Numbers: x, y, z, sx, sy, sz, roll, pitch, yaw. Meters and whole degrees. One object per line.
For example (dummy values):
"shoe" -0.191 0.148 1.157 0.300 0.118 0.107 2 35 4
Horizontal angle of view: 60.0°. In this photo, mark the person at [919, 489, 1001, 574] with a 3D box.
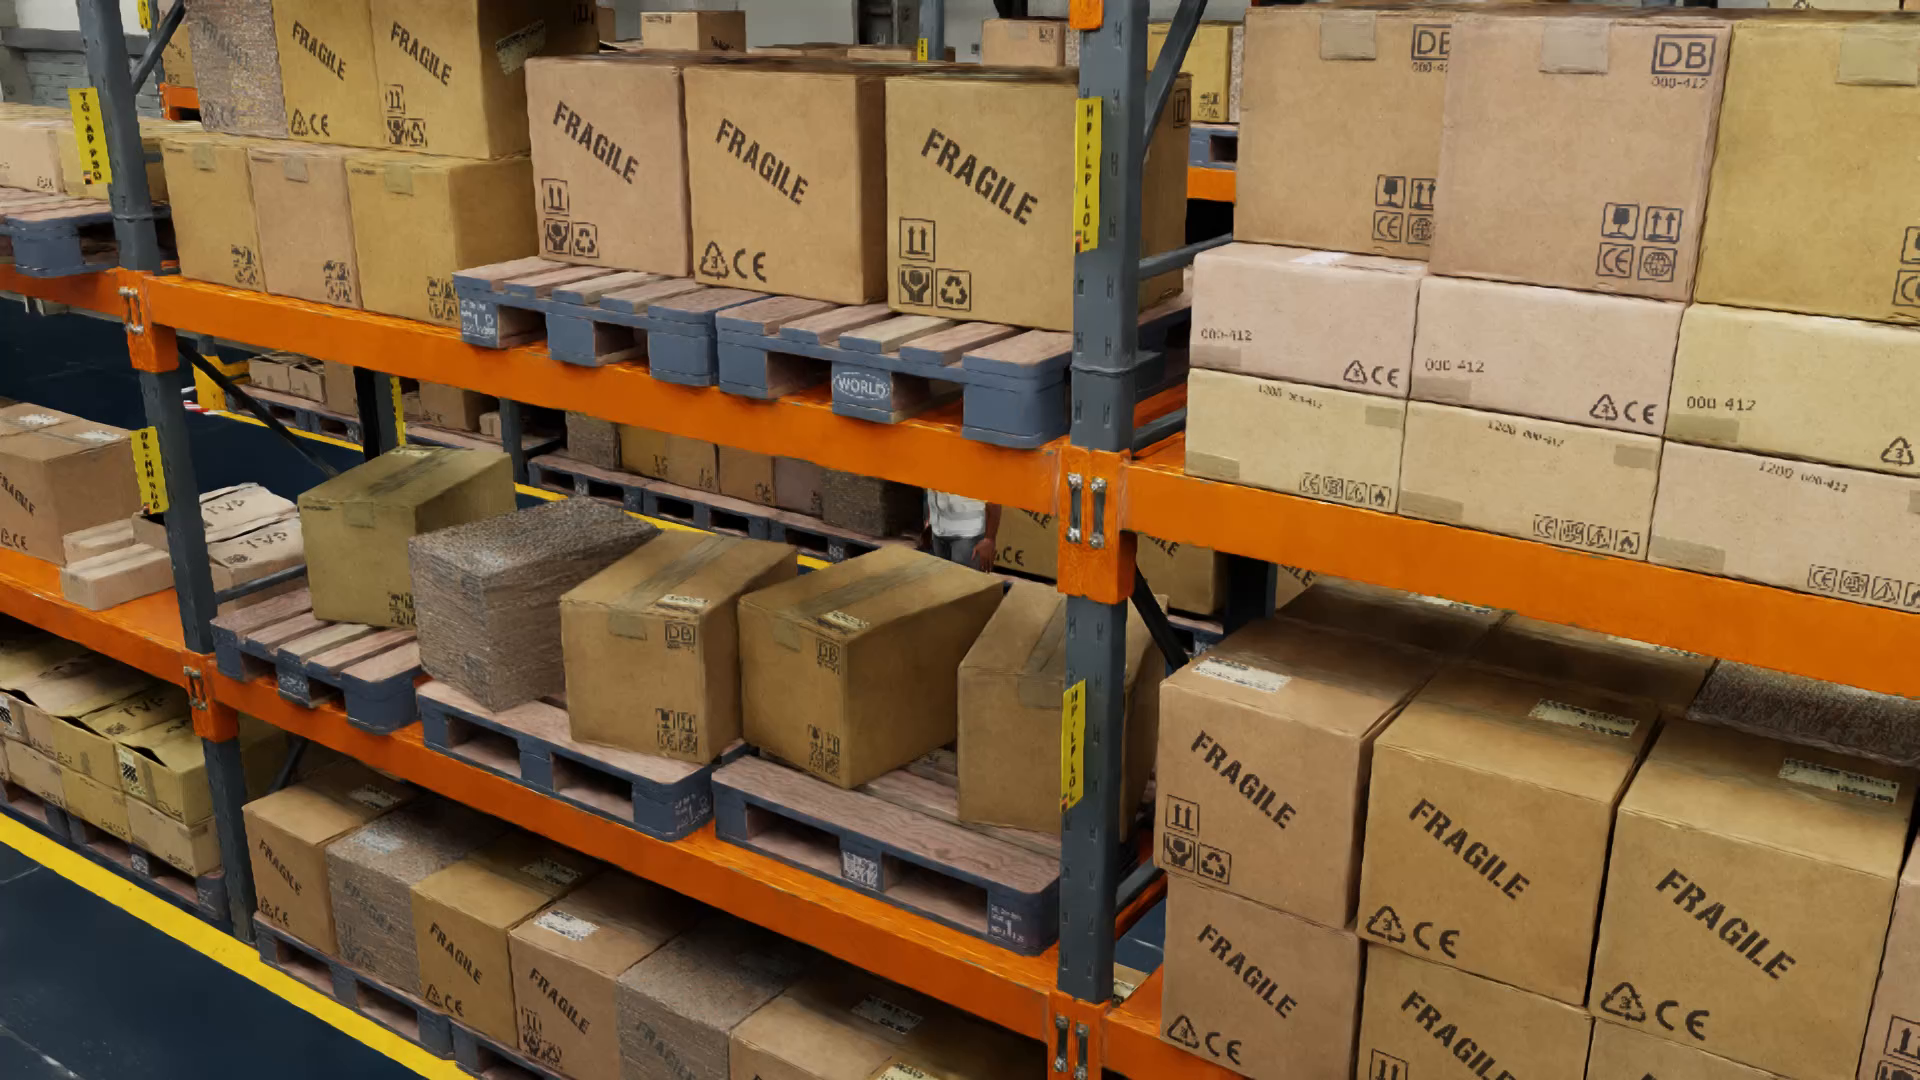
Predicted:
"person" -0.003 -0.053 9.099 0.381 1.768 0.664 -11 22 -28
